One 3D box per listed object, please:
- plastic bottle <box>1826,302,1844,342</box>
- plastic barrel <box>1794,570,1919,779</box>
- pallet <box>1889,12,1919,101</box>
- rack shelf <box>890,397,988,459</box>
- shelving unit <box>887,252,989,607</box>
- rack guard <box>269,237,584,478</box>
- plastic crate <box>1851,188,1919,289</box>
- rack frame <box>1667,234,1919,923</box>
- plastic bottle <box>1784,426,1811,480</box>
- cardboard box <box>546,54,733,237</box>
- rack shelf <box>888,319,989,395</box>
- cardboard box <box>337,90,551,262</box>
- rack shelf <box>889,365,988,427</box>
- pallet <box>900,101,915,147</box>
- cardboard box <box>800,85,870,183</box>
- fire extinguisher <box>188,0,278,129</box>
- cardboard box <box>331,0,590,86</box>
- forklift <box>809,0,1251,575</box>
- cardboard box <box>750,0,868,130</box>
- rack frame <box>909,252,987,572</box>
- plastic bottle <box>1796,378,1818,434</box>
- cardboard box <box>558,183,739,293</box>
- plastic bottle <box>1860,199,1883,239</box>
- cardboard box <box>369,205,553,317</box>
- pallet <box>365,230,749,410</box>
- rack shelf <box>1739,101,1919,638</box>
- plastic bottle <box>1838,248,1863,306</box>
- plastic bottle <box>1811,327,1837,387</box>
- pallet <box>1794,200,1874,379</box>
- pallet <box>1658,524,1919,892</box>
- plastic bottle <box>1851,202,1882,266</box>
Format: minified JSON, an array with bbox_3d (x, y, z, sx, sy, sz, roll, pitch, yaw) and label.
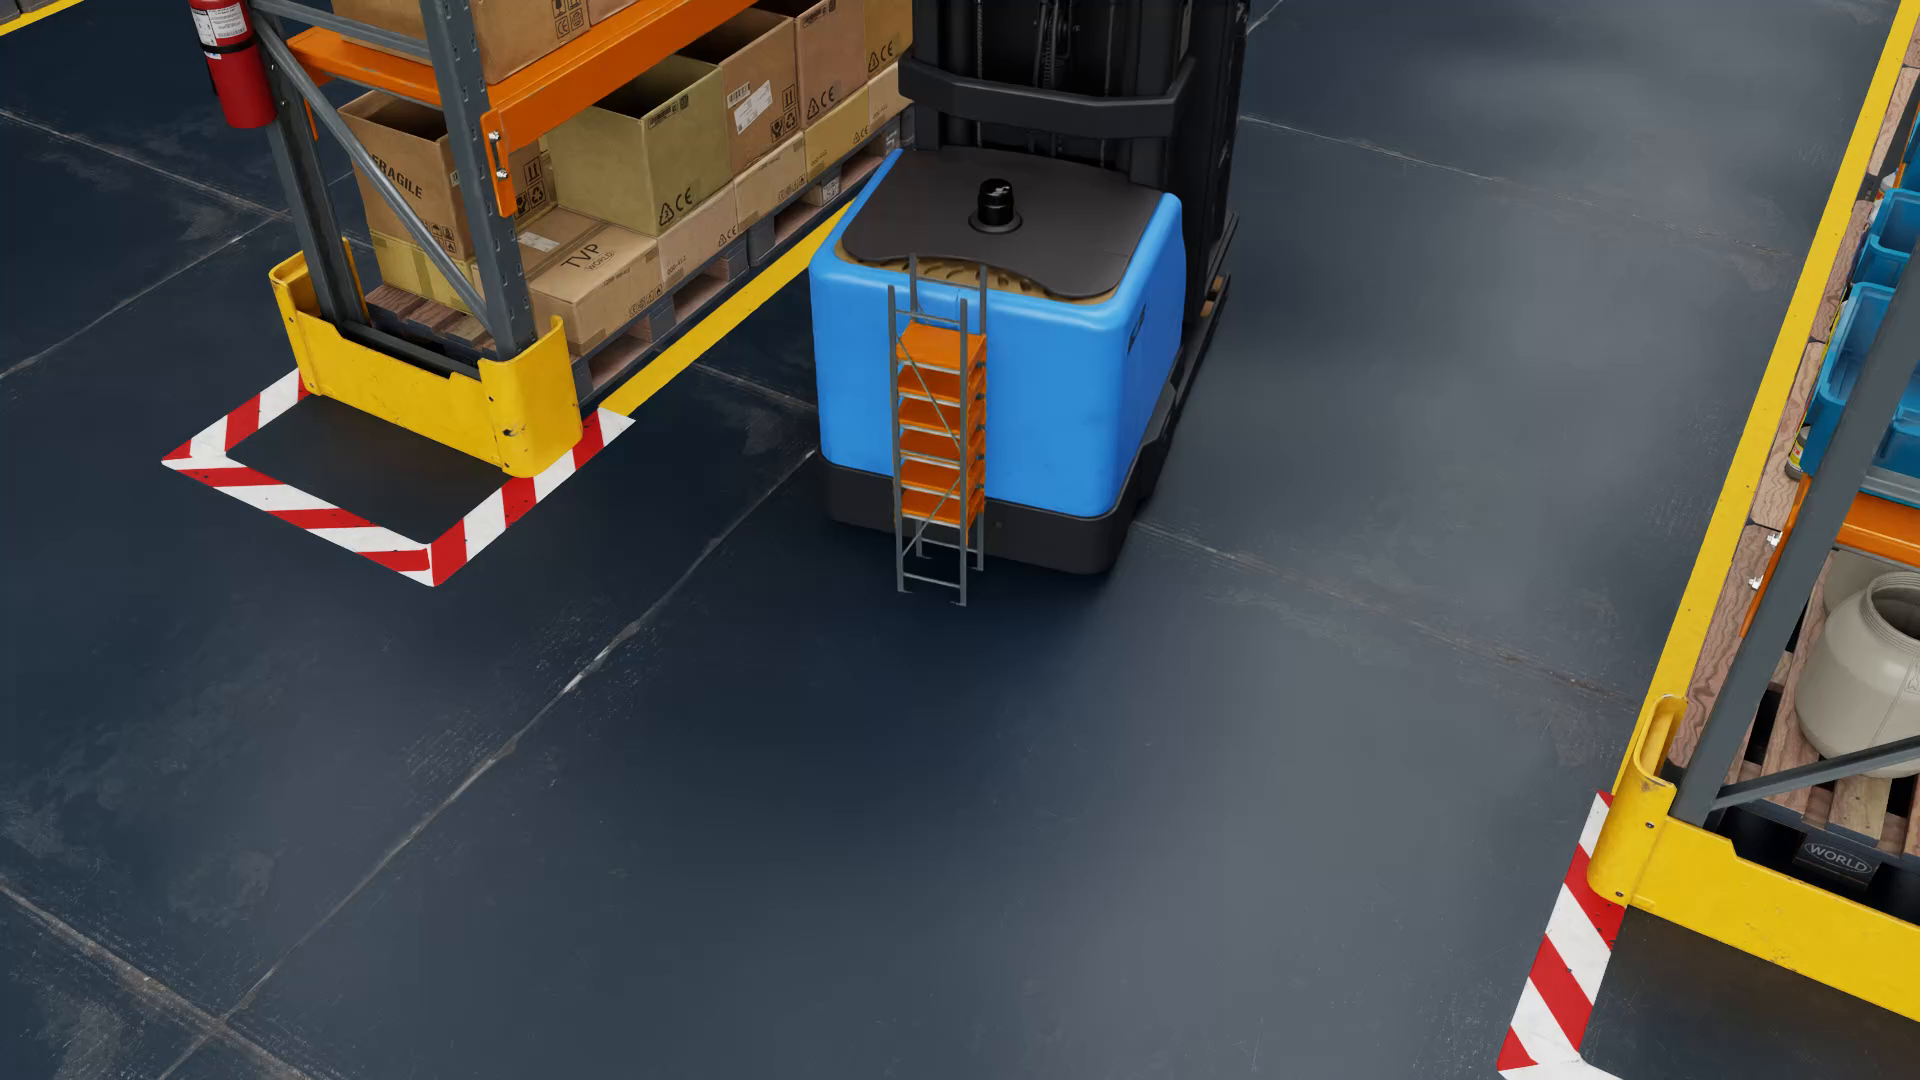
[{"bbox_3d":[3.311,-0.815,6.190,0.097,0.201,0.097,0,41,0],"label":"plastic bottle"},{"bbox_3d":[2.592,0.376,4.618,0.421,0.512,0.421,0,41,0],"label":"plastic barrel"},{"bbox_3d":[5.300,-2.404,8.320,1.003,0.211,1.213,21,45,22],"label":"pallet"},{"bbox_3d":[-0.064,-0.370,5.147,0.258,0.103,0.180,12,43,14],"label":"rack shelf"},{"bbox_3d":[-0.064,-0.313,5.197,0.258,1.200,0.189,12,43,14],"label":"shelving unit"},{"bbox_3d":[-1.970,-0.687,6.152,1.175,0.500,0.348,21,45,22],"label":"rack guard"},{"bbox_3d":[2.650,-0.698,4.385,0.499,0.251,0.408,21,45,22],"label":"plastic crate"},{"bbox_3d":[2.329,0.002,3.478,1.000,3.000,0.127,21,45,22],"label":"rack frame"},{"bbox_3d":[2.869,-0.309,5.616,0.097,0.201,0.097,0,41,0],"label":"plastic bottle"},{"bbox_3d":[-1.248,-1.566,6.454,0.500,0.500,0.500,21,45,22],"label":"cardboard box"},{"bbox_3d":[-0.064,-0.550,4.989,0.258,0.103,0.180,12,43,14],"label":"rack shelf"},{"bbox_3d":[-1.947,-1.451,6.323,0.500,0.500,0.500,21,45,22],"label":"cardboard box"},{"bbox_3d":[-0.064,-0.460,5.068,0.258,0.103,0.180,12,43,14],"label":"rack shelf"},{"bbox_3d":[-0.390,-2.440,8.361,1.003,0.211,1.213,21,45,22],"label":"pallet"},{"bbox_3d":[-0.745,-1.855,7.350,0.500,0.250,0.500,21,45,22],"label":"cardboard box"},{"bbox_3d":[-2.419,-1.696,5.464,0.296,0.674,0.183,21,45,22],"label":"fire extinguisher"},{"bbox_3d":[-1.713,-1.939,5.607,0.700,0.500,0.500,21,45,22],"label":"cardboard box"},{"bbox_3d":[0.465,-1.971,5.770,1.130,2.935,3.031,12,43,14],"label":"forklift"},{"bbox_3d":[-0.744,-2.136,7.102,0.500,0.500,0.500,21,45,22],"label":"cardboard box"},{"bbox_3d":[-0.035,-0.370,5.262,0.240,1.200,0.006,12,43,14],"label":"rack frame"},{"bbox_3d":[3.018,-0.472,5.745,0.152,0.276,0.135,21,46,22],"label":"plastic bottle"},{"bbox_3d":[-1.250,-1.285,6.702,0.500,0.250,0.500,21,45,22],"label":"cardboard box"},{"bbox_3d":[3.741,-1.307,6.748,0.097,0.201,0.097,0,41,0],"label":"plastic bottle"},{"bbox_3d":[-1.945,-1.169,6.570,0.500,0.250,0.500,21,45,22],"label":"cardboard box"},{"bbox_3d":[-1.611,-1.044,6.775,1.003,0.211,1.213,21,45,22],"label":"pallet"},{"bbox_3d":[3.330,-0.873,5.016,1.077,0.370,4.000,21,45,22],"label":"rack shelf"},{"bbox_3d":[3.473,-1.025,6.316,0.144,0.351,0.185,19,45,20],"label":"plastic bottle"},{"bbox_3d":[3.167,-0.676,5.919,0.144,0.351,0.185,23,46,24],"label":"plastic bottle"},{"bbox_3d":[3.959,-0.870,6.578,1.003,0.211,1.213,21,45,22],"label":"pallet"},{"bbox_3d":[2.738,0.526,4.993,1.003,0.211,1.213,21,45,22],"label":"pallet"},{"bbox_3d":[3.654,-1.199,6.569,0.152,0.276,0.135,23,46,24],"label":"plastic bottle"}]
